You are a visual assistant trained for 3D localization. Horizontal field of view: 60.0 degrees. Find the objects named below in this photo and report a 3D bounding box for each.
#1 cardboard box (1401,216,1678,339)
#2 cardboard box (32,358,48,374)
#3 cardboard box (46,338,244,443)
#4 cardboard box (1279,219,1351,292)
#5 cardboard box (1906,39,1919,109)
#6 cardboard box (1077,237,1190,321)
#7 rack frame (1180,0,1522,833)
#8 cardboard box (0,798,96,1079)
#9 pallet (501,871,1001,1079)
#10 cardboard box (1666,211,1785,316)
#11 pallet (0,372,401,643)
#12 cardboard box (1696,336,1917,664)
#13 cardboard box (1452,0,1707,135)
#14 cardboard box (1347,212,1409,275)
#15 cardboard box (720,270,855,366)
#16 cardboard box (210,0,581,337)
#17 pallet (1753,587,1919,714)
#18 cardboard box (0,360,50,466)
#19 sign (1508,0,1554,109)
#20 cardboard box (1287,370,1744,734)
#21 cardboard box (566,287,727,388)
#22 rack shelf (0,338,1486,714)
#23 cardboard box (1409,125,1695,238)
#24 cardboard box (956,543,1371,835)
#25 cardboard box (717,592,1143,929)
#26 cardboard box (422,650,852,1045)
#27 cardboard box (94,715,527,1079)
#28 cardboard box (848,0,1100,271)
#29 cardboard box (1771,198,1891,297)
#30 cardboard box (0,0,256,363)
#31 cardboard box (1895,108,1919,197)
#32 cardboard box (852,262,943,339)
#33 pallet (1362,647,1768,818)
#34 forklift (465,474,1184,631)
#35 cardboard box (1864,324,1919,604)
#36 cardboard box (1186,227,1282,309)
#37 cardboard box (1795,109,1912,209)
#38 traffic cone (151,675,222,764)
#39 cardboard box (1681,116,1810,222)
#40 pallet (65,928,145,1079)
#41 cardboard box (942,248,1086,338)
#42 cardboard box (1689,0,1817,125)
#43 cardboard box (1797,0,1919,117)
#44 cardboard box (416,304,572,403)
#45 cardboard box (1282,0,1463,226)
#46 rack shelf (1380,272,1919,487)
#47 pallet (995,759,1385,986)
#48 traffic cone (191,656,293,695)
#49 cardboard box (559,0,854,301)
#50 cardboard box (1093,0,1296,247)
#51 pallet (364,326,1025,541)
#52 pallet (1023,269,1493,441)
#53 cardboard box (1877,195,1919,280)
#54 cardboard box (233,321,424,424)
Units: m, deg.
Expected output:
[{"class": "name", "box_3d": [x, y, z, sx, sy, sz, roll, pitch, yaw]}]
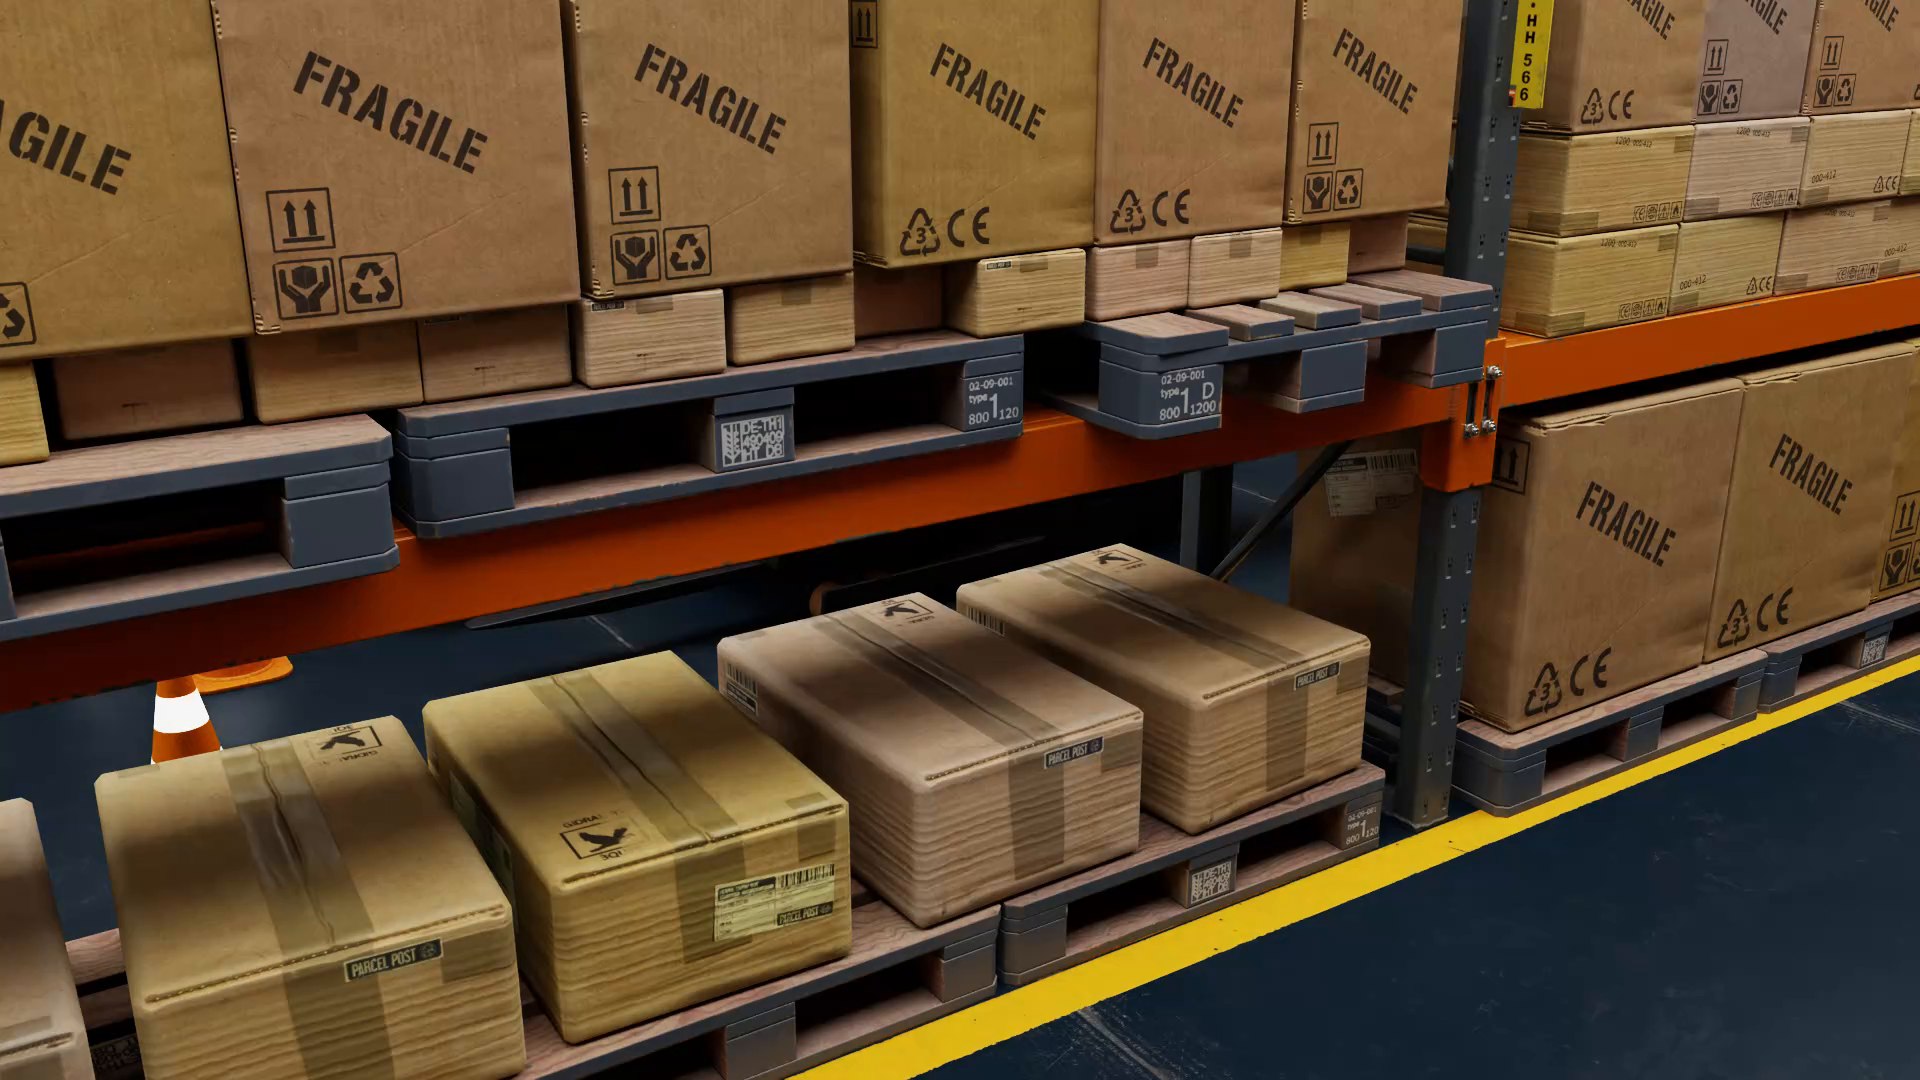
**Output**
[{"class": "cardboard box", "box_3d": [1.540, -0.731, 4.459, 0.500, 0.250, 0.500, -12, 22, -32]}, {"class": "cardboard box", "box_3d": [-1.644, -0.420, 3.040, 0.250, 0.149, 0.380, -12, 22, -32]}, {"class": "cardboard box", "box_3d": [-1.304, -0.284, 2.637, 0.250, 0.149, 0.380, -10, 21, -28]}, {"class": "cardboard box", "box_3d": [0.665, -0.676, 3.798, 0.250, 0.149, 0.380, -12, 22, -31]}, {"class": "cardboard box", "box_3d": [2.812, -1.591, 5.050, 0.500, 0.500, 0.500, -12, 22, -31]}, {"class": "cardboard box", "box_3d": [0.264, -0.578, 3.506, 0.250, 0.149, 0.380, -13, 23, -34]}, {"class": "rack frame", "box_3d": [0.993, -0.784, 4.379, 0.127, 3.000, 1.000, -12, 22, -31]}, {"class": "cardboard box", "box_3d": [-1.911, 0.874, 2.924, 0.625, 0.372, 0.950, -12, 22, -31]}, {"class": "pallet", "box_3d": [-0.678, 0.888, 3.788, 1.213, 0.211, 1.003, -12, 22, -31]}, {"class": "cardboard box", "box_3d": [1.959, -0.827, 4.740, 0.500, 0.250, 0.500, -13, 22, -33]}, {"class": "pallet", "box_3d": [-1.629, -0.084, 2.609, 1.213, 0.211, 1.003, -12, 22, -31]}, {"class": "cardboard box", "box_3d": [2.363, -0.231, 5.407, 0.875, 0.875, 0.875, -12, 22, -31]}, {"class": "cardboard box", "box_3d": [1.540, -1.326, 4.266, 0.500, 0.500, 0.500, -13, 22, -33]}, {"class": "cardboard box", "box_3d": [0.849, -0.743, 3.995, 0.250, 0.149, 0.380, -11, 22, -29]}, {"class": "cardboard box", "box_3d": [-0.402, -0.449, 3.125, 0.250, 0.149, 0.380, -13, 22, -33]}, {"class": "cardboard box", "box_3d": [-0.960, -0.644, 2.689, 0.500, 0.500, 0.500, -12, 22, -32]}, {"class": "pallet", "box_3d": [2.711, 0.205, 5.808, 1.213, 0.211, 1.003, -12, 22, -31]}, {"class": "cardboard box", "box_3d": [-1.499, -0.213, 2.429, 0.250, 0.149, 0.380, -11, 22, -30]}, {"class": "sign", "box_3d": [1.300, -1.151, 3.782, 0.005, 0.325, 0.100, -12, 22, -31]}, {"class": "cardboard box", "box_3d": [1.616, -0.075, 4.946, 0.875, 0.875, 0.875, -12, 22, -32]}, {"class": "cardboard box", "box_3d": [-0.608, -0.394, 2.963, 0.250, 0.149, 0.380, -11, 22, -29]}, {"class": "rack shelf", "box_3d": [-0.677, -0.090, 3.452, 4.000, 0.370, 1.077, -12, 22, -31]}, {"class": "cardboard box", "box_3d": [1.552, -0.973, 4.391, 0.500, 0.250, 0.500, -12, 22, -32]}, {"class": "cardboard box", "box_3d": [0.516, 0.359, 4.446, 0.625, 0.372, 0.950, -14, 23, -35]}, {"class": "cardboard box", "box_3d": [-0.096, 0.491, 4.055, 0.625, 0.372, 0.950, -12, 22, -32]}, {"class": "cardboard box", "box_3d": [-0.733, 0.623, 3.665, 0.625, 0.372, 0.950, -11, 22, -30]}, {"class": "cardboard box", "box_3d": [-1.312, 0.746, 3.301, 0.625, 0.372, 0.950, -10, 21, -28]}, {"class": "cardboard box", "box_3d": [-0.080, -0.833, 3.249, 0.500, 0.500, 0.500, -14, 23, -35]}, {"class": "cardboard box", "box_3d": [2.401, -0.917, 5.009, 0.500, 0.250, 0.500, -11, 22, -30]}, {"class": "cardboard box", "box_3d": [-1.380, -0.560, 2.443, 0.500, 0.500, 0.500, -12, 22, -31]}, {"class": "cardboard box", "box_3d": [2.838, -1.234, 5.164, 0.500, 0.250, 0.500, -11, 22, -30]}, {"class": "cardboard box", "box_3d": [-0.237, -0.515, 3.321, 0.250, 0.149, 0.380, -12, 22, -31]}, {"class": "pallet", "box_3d": [1.693, 0.419, 5.177, 1.213, 0.211, 1.003, -12, 22, -31]}, {"class": "forklift", "box_3d": [-0.509, -1.270, 5.924, 3.031, 2.935, 1.130, -13, 23, -34]}, {"class": "cardboard box", "box_3d": [3.110, -0.389, 5.873, 0.875, 0.875, 0.875, -11, 22, -30]}, {"class": "cardboard box", "box_3d": [0.479, -0.620, 3.631, 0.250, 0.149, 0.380, -12, 22, -32]}, {"class": "cardboard box", "box_3d": [2.408, -1.148, 4.910, 0.500, 0.250, 0.500, -12, 22, -32]}, {"class": "traffic cone", "box_3d": [-2.082, 0.530, 4.455, 0.334, 0.463, 0.336, -12, 22, -31]}, {"class": "cardboard box", "box_3d": [1.984, -1.063, 4.660, 0.500, 0.250, 0.500, -11, 22, -30]}, {"class": "pallet", "box_3d": [-1.698, 1.104, 3.148, 1.213, 0.211, 1.003, -12, 22, -31]}, {"class": "cardboard box", "box_3d": [0.042, -0.525, 3.352, 0.250, 0.149, 0.380, -11, 22, -30]}, {"class": "cardboard box", "box_3d": [1.949, -1.416, 4.532, 0.500, 0.500, 0.500, -12, 22, -31]}, {"class": "cardboard box", "box_3d": [2.389, -1.503, 4.790, 0.500, 0.500, 0.500, -11, 22, -30]}, {"class": "cardboard box", "box_3d": [-0.859, -0.361, 2.865, 0.250, 0.149, 0.380, -12, 22, -31]}, {"class": "cardboard box", "box_3d": [0.766, -1.016, 3.791, 0.500, 0.500, 0.500, -13, 22, -33]}, {"class": "rack shelf", "box_3d": [2.664, -0.795, 5.536, 4.000, 0.370, 1.077, -12, 22, -31]}, {"class": "pallet", "box_3d": [0.340, 0.675, 4.419, 1.213, 0.211, 1.003, -12, 22, -31]}, {"class": "traffic cone", "box_3d": [-2.390, 0.211, 5.397, 0.334, 0.463, 0.336, -12, 22, -31]}, {"class": "cardboard box", "box_3d": [-0.537, -0.737, 2.966, 0.500, 0.500, 0.500, -13, 23, -34]}, {"class": "cardboard box", "box_3d": [0.341, -0.922, 3.513, 0.500, 0.500, 0.500, -12, 22, -32]}, {"class": "pallet", "box_3d": [-0.638, -0.333, 3.346, 1.213, 0.211, 1.003, -12, 22, -31]}, {"class": "pallet", "box_3d": [0.457, -0.539, 3.954, 1.003, 0.211, 1.213, -12, 22, -31]}, {"class": "cardboard box", "box_3d": [2.811, -1.005, 5.269, 0.500, 0.250, 0.500, -12, 22, -31]}, {"class": "cardboard box", "box_3d": [-1.066, -0.318, 2.738, 0.250, 0.149, 0.380, -12, 22, -31]}]
